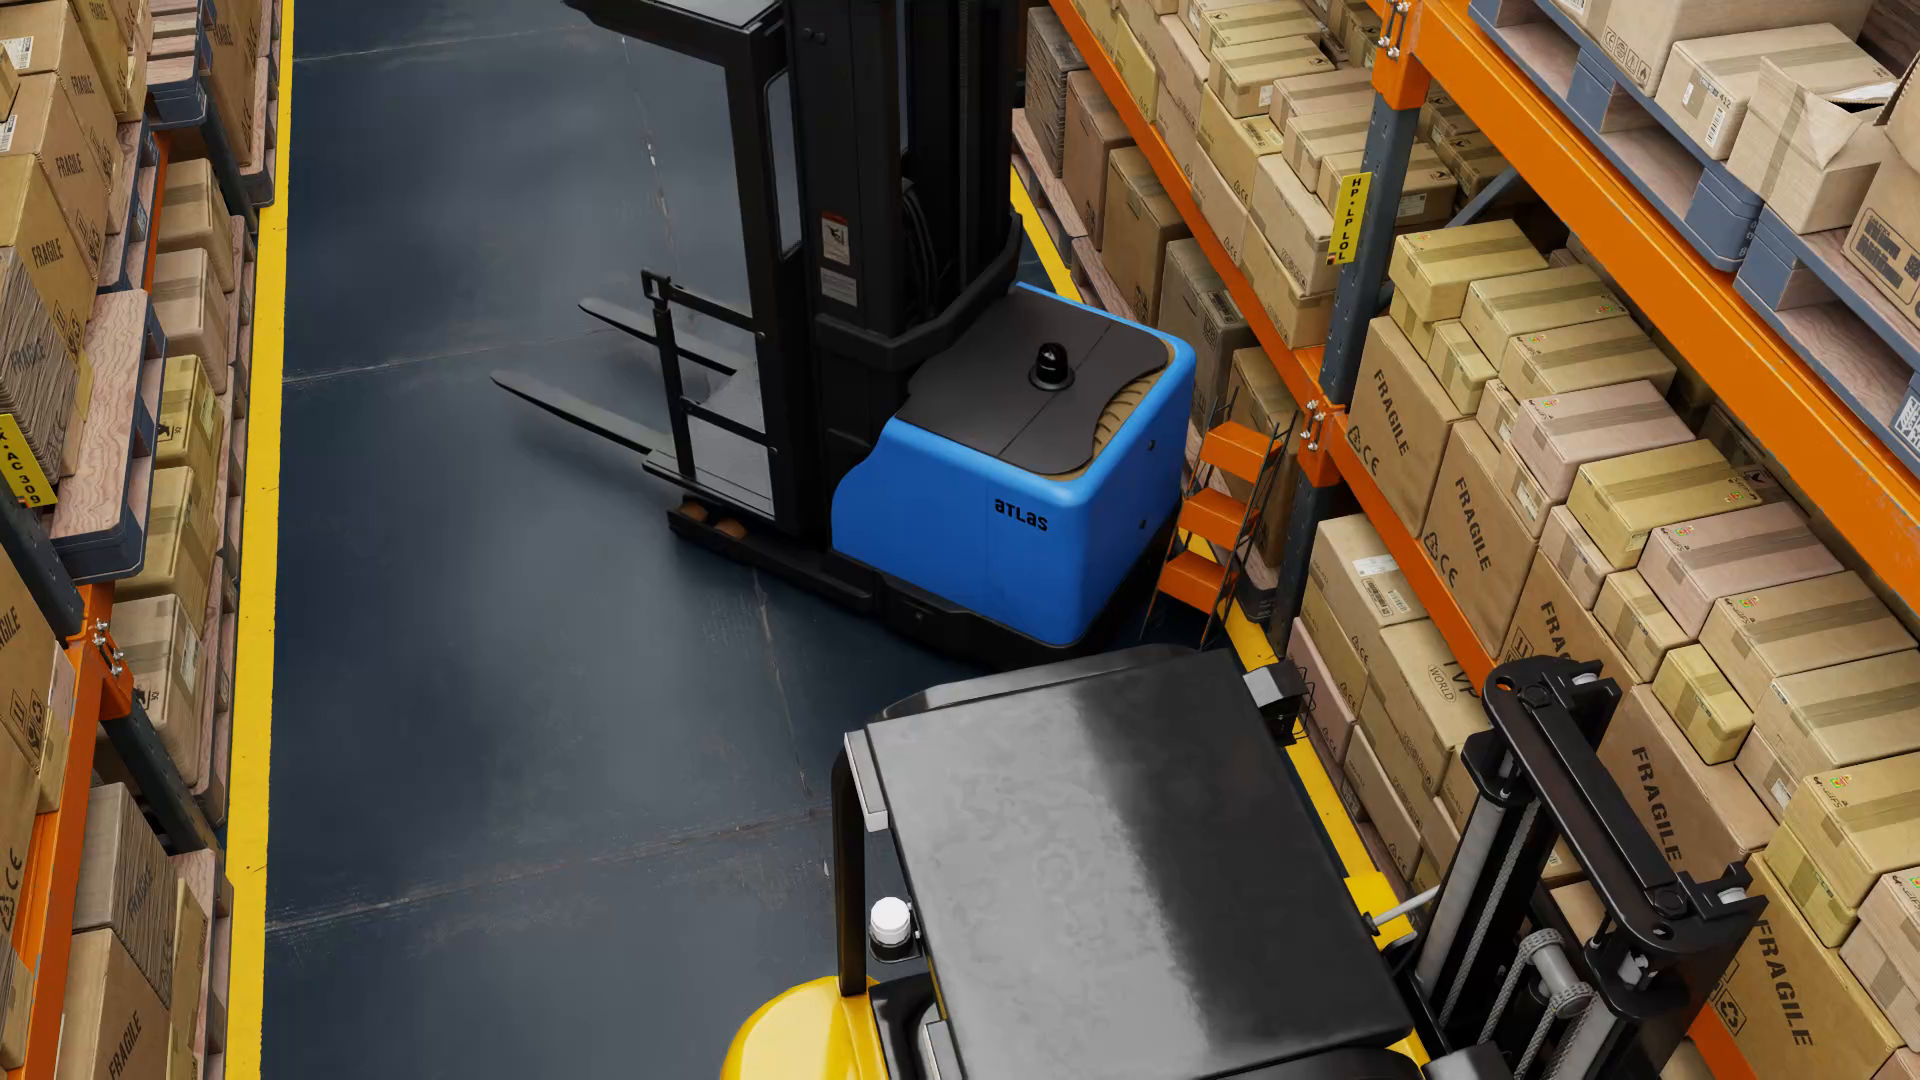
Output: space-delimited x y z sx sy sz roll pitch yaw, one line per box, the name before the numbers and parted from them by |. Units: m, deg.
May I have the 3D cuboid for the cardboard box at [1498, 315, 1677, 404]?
cardboard box | 1.742 -0.466 4.625 0.380 0.149 0.250 -11 47 -11

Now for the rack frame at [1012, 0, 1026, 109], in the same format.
rack frame | 0.695 -3.474 8.305 1.000 3.000 0.127 -11 47 -10

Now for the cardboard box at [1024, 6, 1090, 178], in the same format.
cardboard box | 0.841 -2.357 8.579 0.875 0.625 0.625 -9 46 -9

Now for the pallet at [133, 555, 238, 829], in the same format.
pallet | -3.279 0.636 6.230 1.003 0.211 1.213 -11 47 -10

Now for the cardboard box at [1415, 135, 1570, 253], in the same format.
cardboard box | 1.836 -1.232 5.863 0.500 0.250 0.500 -11 47 -11

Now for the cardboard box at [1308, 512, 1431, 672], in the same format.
cardboard box | 1.539 0.144 5.690 0.500 0.250 0.500 -11 47 -11

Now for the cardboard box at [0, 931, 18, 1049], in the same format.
cardboard box | -2.449 1.031 3.612 0.500 0.500 0.500 -10 46 -9

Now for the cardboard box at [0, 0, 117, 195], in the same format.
cardboard box | -3.306 -1.507 5.805 0.500 0.500 0.500 -12 47 -12

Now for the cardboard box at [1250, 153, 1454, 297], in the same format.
cardboard box | 1.346 -1.128 5.760 0.500 0.250 0.500 -12 47 -11

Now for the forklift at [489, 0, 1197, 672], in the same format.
forklift | -0.628 -1.253 6.176 3.031 2.935 1.130 23 50 21

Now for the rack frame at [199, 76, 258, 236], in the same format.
rack frame | -4.103 -2.564 7.414 1.000 3.000 0.127 -11 47 -10

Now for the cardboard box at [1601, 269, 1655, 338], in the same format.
cardboard box | 2.117 -0.733 4.886 0.380 0.149 0.250 -12 47 -11

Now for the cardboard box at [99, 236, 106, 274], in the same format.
cardboard box | -3.204 -1.013 5.775 0.380 0.149 0.250 -10 46 -10

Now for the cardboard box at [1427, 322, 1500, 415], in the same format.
cardboard box | 1.614 -0.528 4.894 0.380 0.149 0.250 -10 46 -9

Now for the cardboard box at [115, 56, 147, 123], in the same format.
cardboard box | -3.404 -1.740 6.487 0.380 0.149 0.250 -10 46 -10

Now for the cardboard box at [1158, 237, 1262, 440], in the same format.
cardboard box | 1.383 -0.924 7.175 0.875 0.625 0.625 -11 47 -11

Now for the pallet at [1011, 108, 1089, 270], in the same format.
pallet | 0.868 -1.923 8.737 1.003 0.211 1.213 -11 47 -10

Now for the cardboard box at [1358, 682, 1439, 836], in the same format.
cardboard box | 1.675 0.665 5.529 0.500 0.250 0.500 -11 47 -11

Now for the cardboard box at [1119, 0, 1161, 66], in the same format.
cardboard box | 0.971 -2.187 6.799 0.500 0.250 0.500 -10 46 -10

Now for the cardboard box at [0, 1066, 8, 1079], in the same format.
cardboard box | -2.402 1.334 3.769 0.380 0.149 0.250 -11 47 -11

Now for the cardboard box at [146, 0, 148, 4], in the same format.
cardboard box | -3.653 -2.268 7.005 0.380 0.149 0.250 -10 46 -10

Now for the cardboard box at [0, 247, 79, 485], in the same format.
cardboard box | -2.922 -0.465 4.784 0.500 0.500 0.500 -10 46 -9

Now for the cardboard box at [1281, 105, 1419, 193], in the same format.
cardboard box | 1.333 -1.345 5.694 0.380 0.149 0.250 -11 47 -11

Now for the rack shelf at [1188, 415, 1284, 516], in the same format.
rack shelf | 1.031 -0.279 6.177 0.240 0.259 0.215 27 29 23

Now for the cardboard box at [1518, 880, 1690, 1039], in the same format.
cardboard box | 1.926 1.204 4.652 0.500 0.250 0.500 -12 47 -11

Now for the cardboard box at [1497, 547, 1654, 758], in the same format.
cardboard box | 1.860 0.312 4.524 0.500 0.500 0.500 -11 47 -11

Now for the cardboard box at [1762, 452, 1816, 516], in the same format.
cardboard box | 2.369 -0.209 4.372 0.380 0.149 0.250 -11 47 -11

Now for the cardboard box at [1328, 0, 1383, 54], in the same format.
cardboard box | 1.630 -1.973 6.310 0.380 0.149 0.250 -11 47 -10

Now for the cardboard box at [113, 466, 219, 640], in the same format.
cardboard box | -3.403 0.113 6.336 0.950 0.372 0.625 -8 46 -8

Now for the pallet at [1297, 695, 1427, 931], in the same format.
pallet | 1.882 0.820 6.049 1.003 0.211 1.213 -11 47 -10

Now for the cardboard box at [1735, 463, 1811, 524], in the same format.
cardboard box | 2.284 -0.089 4.463 0.380 0.149 0.250 -9 46 -9

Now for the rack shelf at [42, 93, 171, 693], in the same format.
rack shelf | -3.591 -0.932 6.317 1.077 0.370 4.000 -11 47 -10

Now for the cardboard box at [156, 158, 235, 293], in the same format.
cardboard box | -3.968 -1.400 7.818 0.950 0.372 0.625 -14 47 -13

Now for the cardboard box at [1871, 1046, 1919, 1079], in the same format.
cardboard box | 2.239 1.362 3.496 0.500 0.500 0.500 -9 46 -9

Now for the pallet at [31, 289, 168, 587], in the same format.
pallet | -3.134 -0.290 5.319 1.003 0.211 1.213 -11 47 -10

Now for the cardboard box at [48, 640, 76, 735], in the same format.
cardboard box | -2.702 0.451 4.634 0.380 0.149 0.250 -11 47 -11

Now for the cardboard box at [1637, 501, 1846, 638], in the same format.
cardboard box | 1.920 0.070 4.099 0.380 0.149 0.250 -11 47 -10

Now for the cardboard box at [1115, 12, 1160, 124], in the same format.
cardboard box | 0.966 -2.010 6.975 0.500 0.250 0.500 -9 46 -9

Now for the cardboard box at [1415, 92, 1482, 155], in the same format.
cardboard box | 1.818 -1.451 5.799 0.380 0.149 0.250 -12 47 -12

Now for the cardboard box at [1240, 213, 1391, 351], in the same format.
cardboard box | 1.337 -0.960 5.947 0.500 0.250 0.500 -10 46 -9

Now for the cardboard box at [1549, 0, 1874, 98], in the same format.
cardboard box | 1.696 -1.295 3.767 0.500 0.311 0.500 -10 46 -9

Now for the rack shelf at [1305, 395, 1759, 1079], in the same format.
rack shelf | 2.231 0.920 4.503 1.077 0.370 4.000 -11 47 -10

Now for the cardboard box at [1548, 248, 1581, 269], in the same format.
cardboard box | 2.049 -0.800 5.160 0.380 0.149 0.250 -11 47 -11

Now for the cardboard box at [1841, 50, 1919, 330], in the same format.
cardboard box | 2.115 -0.617 2.968 0.797 0.503 0.637 -9 46 -9

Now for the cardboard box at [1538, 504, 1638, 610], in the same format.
cardboard box | 1.765 0.012 4.365 0.380 0.149 0.250 -11 47 -11

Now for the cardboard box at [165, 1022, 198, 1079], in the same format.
cardboard box | -2.522 1.738 4.829 0.500 0.250 0.500 -12 47 -11

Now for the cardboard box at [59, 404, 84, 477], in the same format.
cardboard box | -2.915 -0.301 5.077 0.380 0.149 0.250 -10 46 -10

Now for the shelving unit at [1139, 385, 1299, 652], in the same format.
shelving unit | 0.970 -0.042 6.298 0.252 1.050 0.215 27 29 23

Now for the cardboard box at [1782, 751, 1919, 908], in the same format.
cardboard box | 2.024 0.611 3.569 0.380 0.149 0.250 -10 46 -10

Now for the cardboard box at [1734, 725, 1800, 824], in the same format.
cardboard box | 2.054 0.529 3.858 0.380 0.149 0.250 -11 47 -11

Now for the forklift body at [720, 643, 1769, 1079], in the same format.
forklift body | 0.494 1.370 4.152 2.313 2.155 1.214 -11 47 -10

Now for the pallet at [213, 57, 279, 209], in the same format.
pallet | -4.232 -2.146 8.956 1.003 0.211 1.213 -11 47 -10

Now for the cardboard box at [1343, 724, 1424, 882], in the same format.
cardboard box | 1.667 0.845 5.704 0.500 0.250 0.500 -12 47 -11

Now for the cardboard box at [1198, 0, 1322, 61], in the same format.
cardboard box | 1.119 -1.873 6.212 0.380 0.149 0.250 -12 47 -11
